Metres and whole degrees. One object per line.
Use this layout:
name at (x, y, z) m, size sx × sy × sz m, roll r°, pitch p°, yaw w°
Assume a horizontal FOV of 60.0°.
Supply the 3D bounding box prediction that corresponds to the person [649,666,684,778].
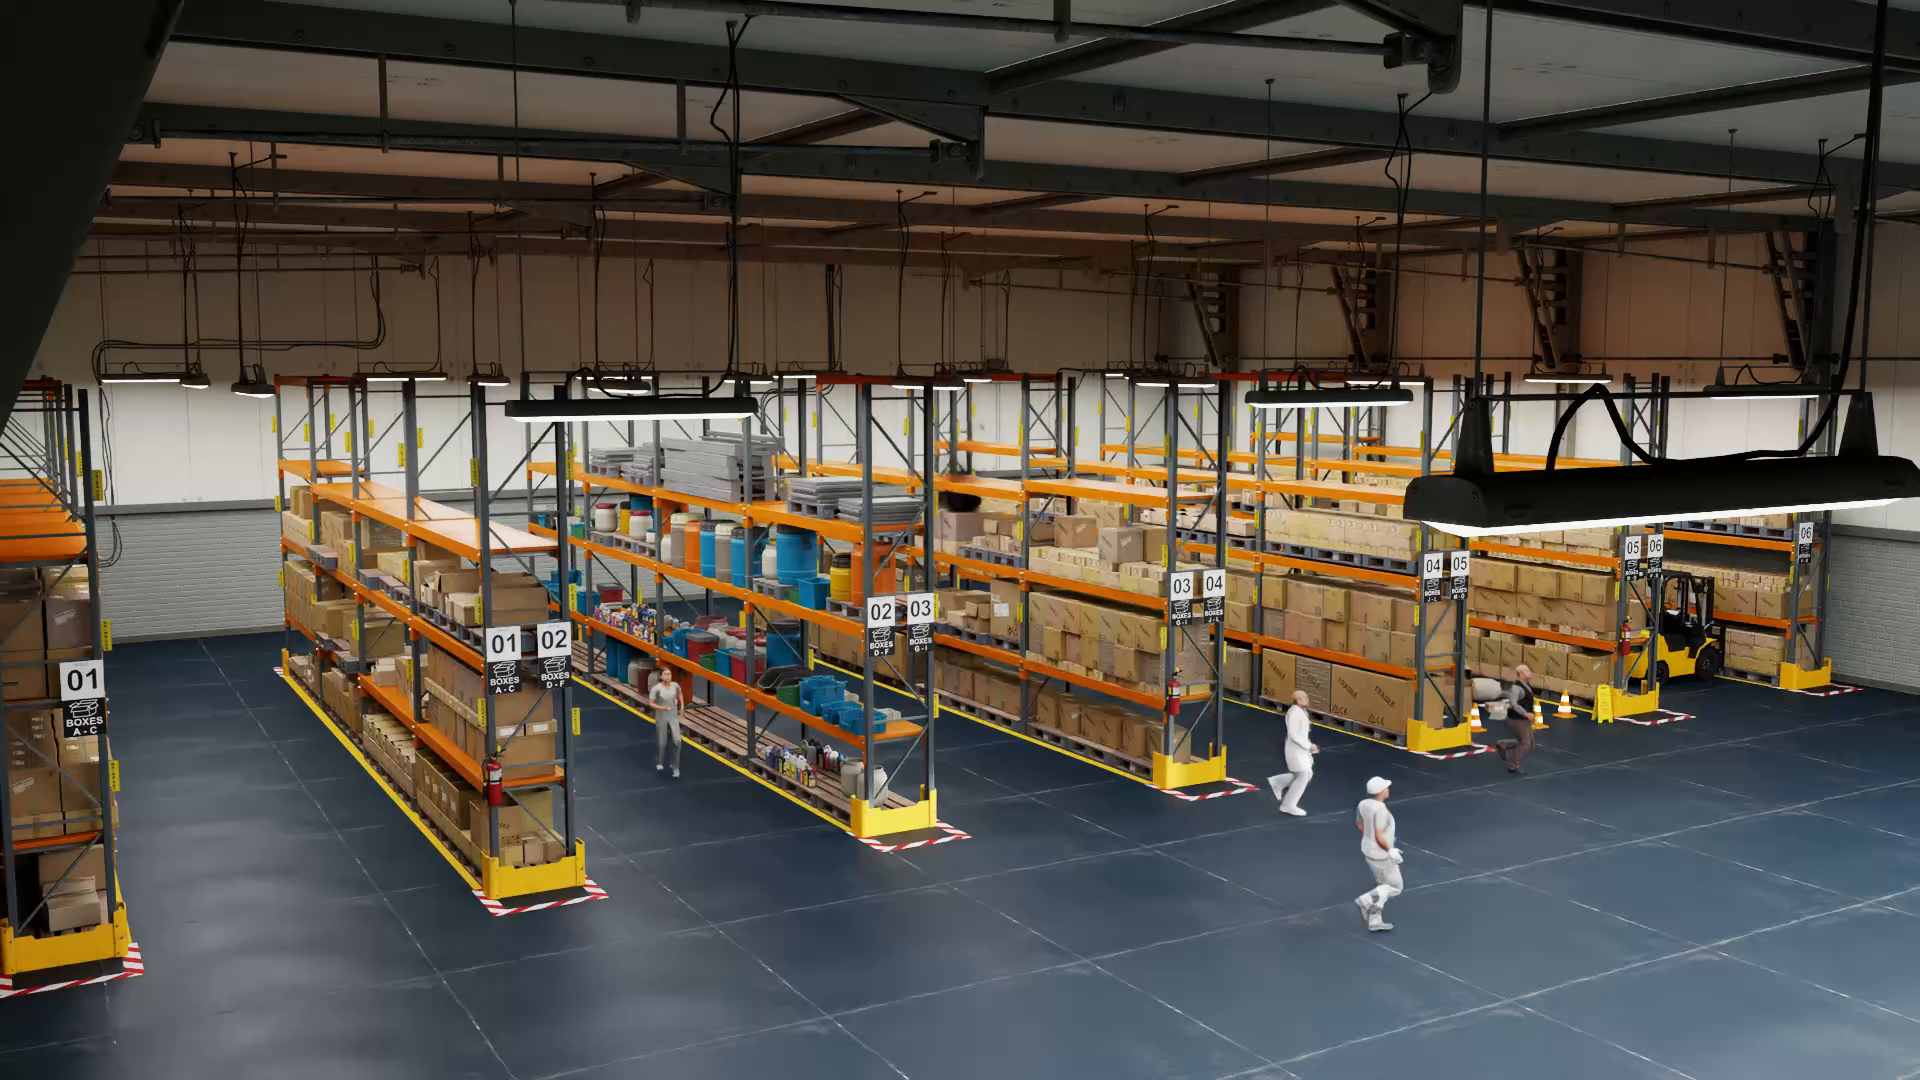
person at (-4.431, 2.765, 25.198) m, size 0.585 × 1.736 × 0.729 m, roll -3°, pitch 7°, yaw -27°

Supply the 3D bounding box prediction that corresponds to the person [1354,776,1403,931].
person at (4.601, 3.464, 18.363) m, size 0.601 × 1.738 × 0.658 m, roll -1°, pitch 6°, yaw -13°

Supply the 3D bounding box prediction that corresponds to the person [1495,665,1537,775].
person at (8.508, 2.731, 25.394) m, size 0.650 × 1.698 × 0.675 m, roll 4°, pitch 7°, yaw 32°

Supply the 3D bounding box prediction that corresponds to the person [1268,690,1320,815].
person at (4.658, 2.949, 23.179) m, size 0.709 × 1.752 × 0.731 m, roll 2°, pitch 6°, yaw 15°
